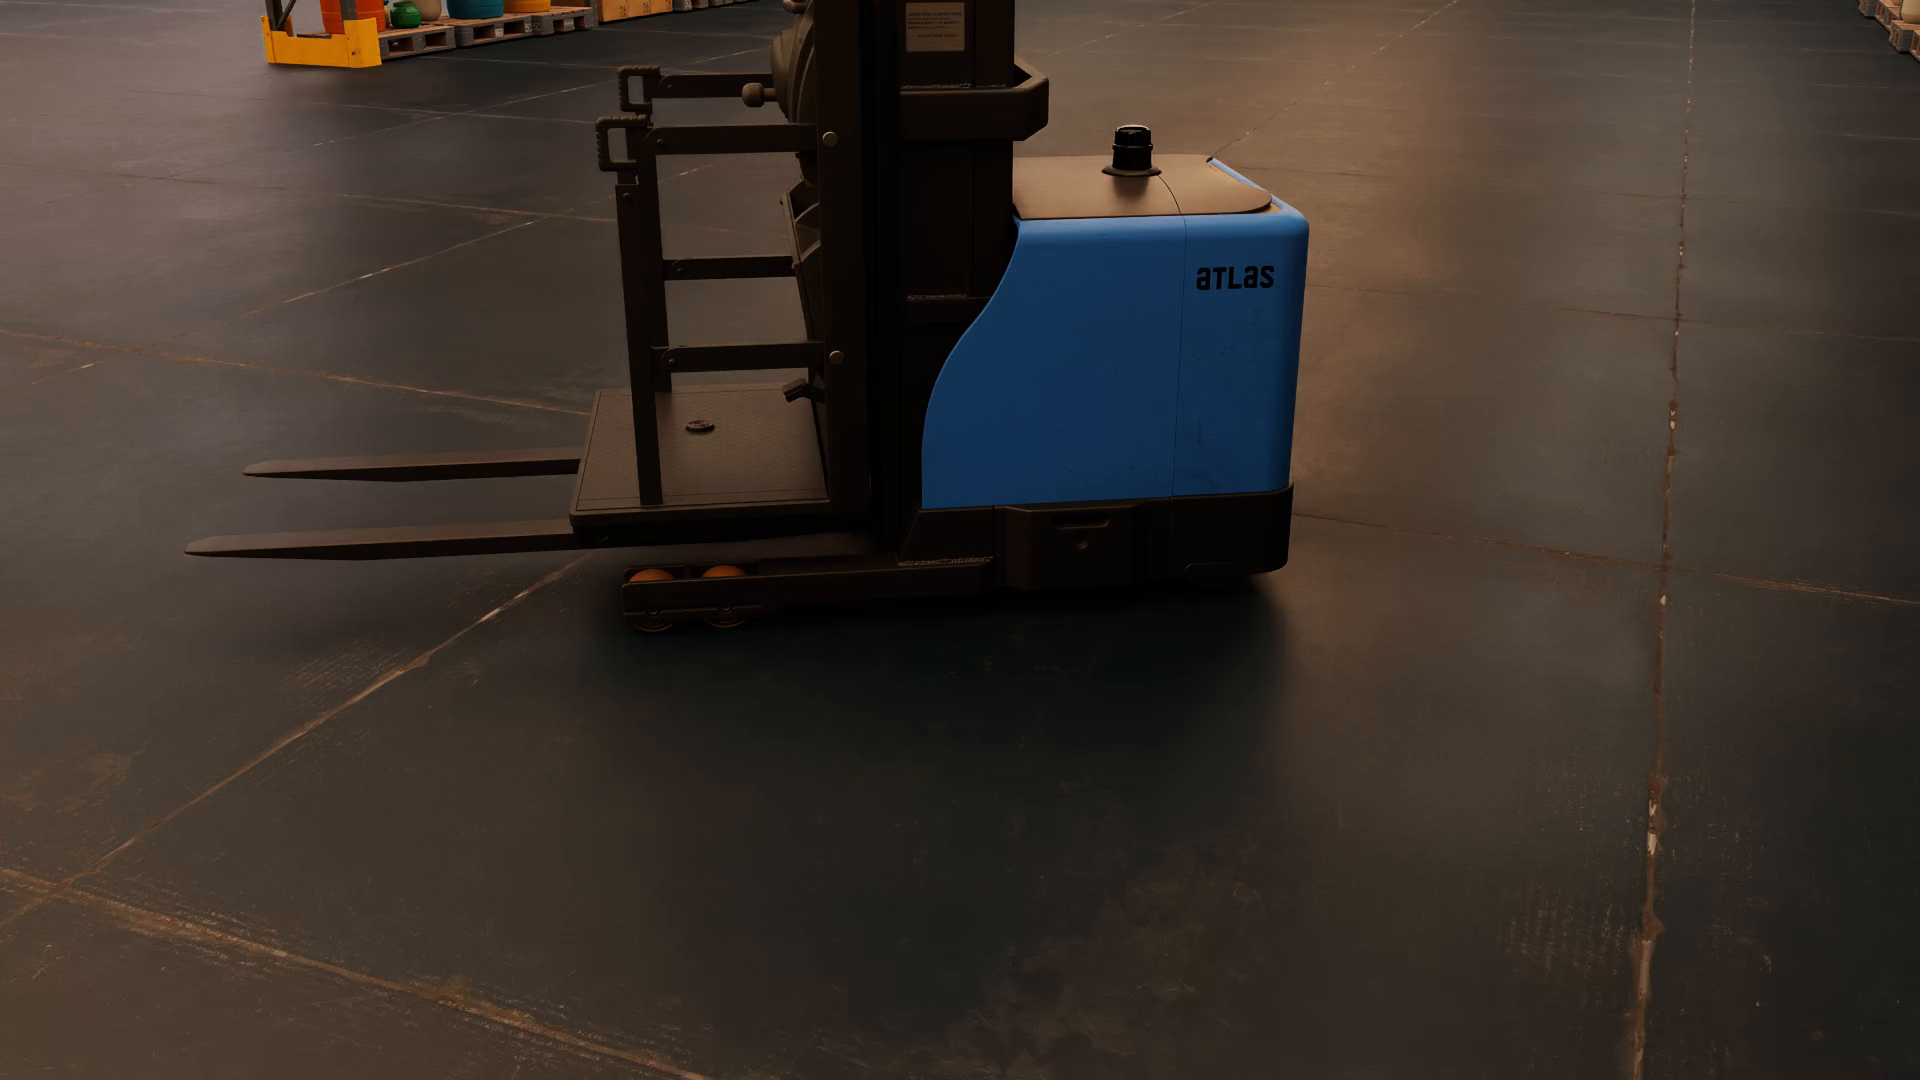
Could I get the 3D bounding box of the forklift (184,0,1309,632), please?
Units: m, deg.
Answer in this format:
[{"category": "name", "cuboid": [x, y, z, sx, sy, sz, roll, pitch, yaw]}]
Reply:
[{"category": "forklift", "cuboid": [-0.618, -1.320, 4.451, 3.031, 2.935, 1.130, -3, 23, -7]}]
